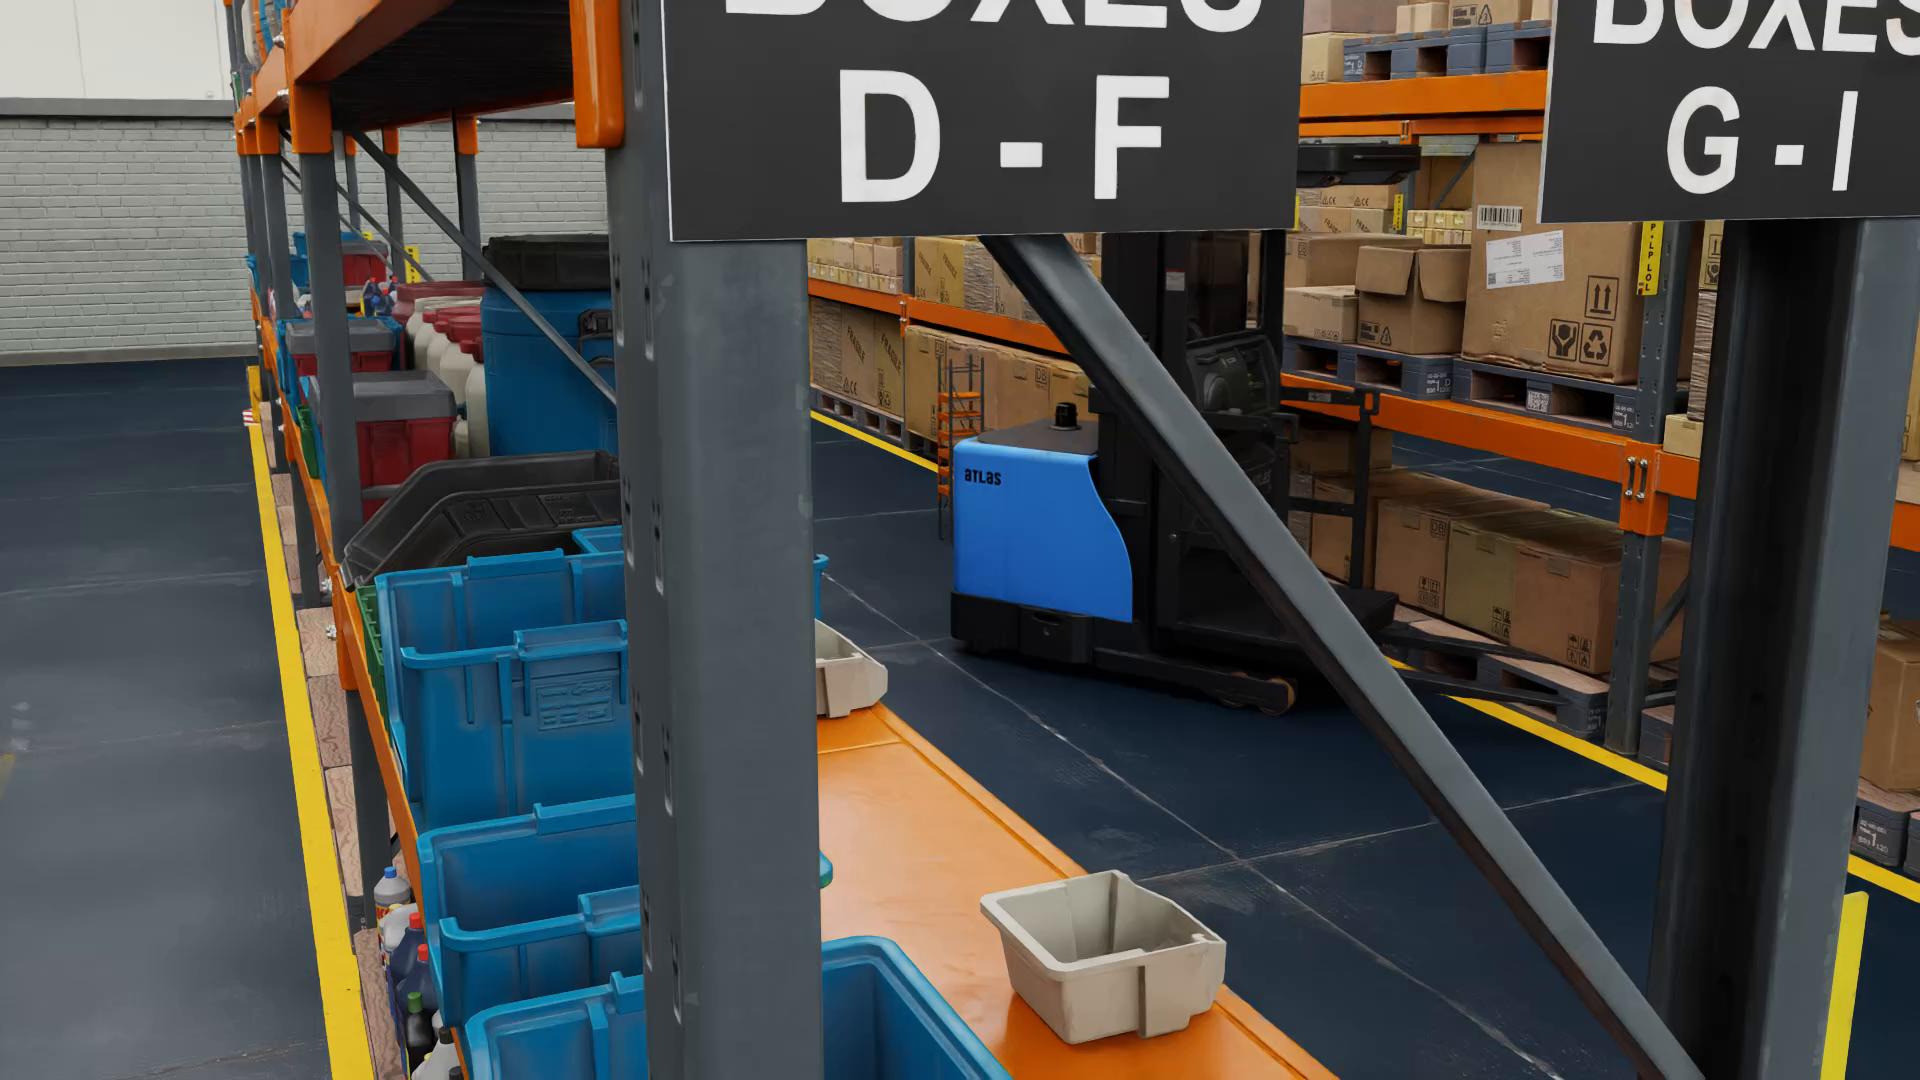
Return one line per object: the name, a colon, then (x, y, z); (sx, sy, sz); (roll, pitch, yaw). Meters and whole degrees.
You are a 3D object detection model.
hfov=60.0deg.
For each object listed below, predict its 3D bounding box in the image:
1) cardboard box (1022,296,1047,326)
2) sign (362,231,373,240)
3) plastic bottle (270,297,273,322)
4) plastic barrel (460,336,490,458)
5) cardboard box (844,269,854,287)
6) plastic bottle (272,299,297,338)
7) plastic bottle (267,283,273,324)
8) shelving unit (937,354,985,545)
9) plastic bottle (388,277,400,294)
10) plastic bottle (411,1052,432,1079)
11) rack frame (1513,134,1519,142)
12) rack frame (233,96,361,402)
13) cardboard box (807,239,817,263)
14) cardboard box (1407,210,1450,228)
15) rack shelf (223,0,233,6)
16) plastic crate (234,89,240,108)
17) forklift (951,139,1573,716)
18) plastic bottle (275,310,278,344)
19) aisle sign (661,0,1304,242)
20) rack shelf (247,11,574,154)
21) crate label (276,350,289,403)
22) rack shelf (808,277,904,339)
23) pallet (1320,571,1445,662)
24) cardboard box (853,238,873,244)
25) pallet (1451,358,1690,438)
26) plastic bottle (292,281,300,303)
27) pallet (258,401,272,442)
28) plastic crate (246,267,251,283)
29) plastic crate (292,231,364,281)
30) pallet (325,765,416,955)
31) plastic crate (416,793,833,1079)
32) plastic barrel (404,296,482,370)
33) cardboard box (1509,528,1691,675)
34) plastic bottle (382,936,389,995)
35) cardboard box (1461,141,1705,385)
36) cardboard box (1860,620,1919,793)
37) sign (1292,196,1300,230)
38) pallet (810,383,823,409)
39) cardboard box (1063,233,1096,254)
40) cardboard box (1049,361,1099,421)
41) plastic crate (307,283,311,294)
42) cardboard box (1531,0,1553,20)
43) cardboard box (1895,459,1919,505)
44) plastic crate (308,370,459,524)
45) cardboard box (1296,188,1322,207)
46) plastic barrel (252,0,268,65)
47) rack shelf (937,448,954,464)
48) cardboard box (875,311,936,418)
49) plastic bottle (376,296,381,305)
cardboard box: (0.774, -1.774, 11.661); (0.500, 0.500, 0.500); (-6, 14, -25)
sign: (-5.641, -2.773, 15.838); (0.100, 0.325, 0.005); (-6, 14, -23)
plastic bottle: (-4.532, -1.520, 11.068); (0.097, 0.271, 0.097); (0, 13, 0)
plastic barrel: (-1.514, -0.445, 5.839); (0.433, 0.535, 0.433); (0, 13, 0)
cardboard box: (-0.833, -2.385, 15.081); (0.380, 0.149, 0.250); (-5, 14, -22)
plastic bottle: (-4.329, -1.433, 10.682); (0.152, 0.276, 0.135); (-6, 14, -23)
plastic bottle: (-4.781, -1.643, 11.576); (0.061, 0.283, 0.133); (-6, 14, -23)
shelving unit: (0.006, -0.582, 10.722); (0.258, 1.200, 0.189); (-6, 14, -23)
plastic bottle: (-3.795, -1.592, 11.204); (0.144, 0.351, 0.185); (-6, 14, -23)
plastic bottle: (-1.221, 1.291, 3.868); (0.097, 0.201, 0.097); (0, 13, 0)
rack frame: (7.479, -3.983, 21.428); (1.000, 3.000, 0.127); (-6, 14, -23)
rack frame: (-6.139, -2.641, 15.627); (1.000, 3.000, 0.127); (-6, 14, -23)
cardboard box: (-1.244, -2.825, 16.098); (0.500, 0.250, 0.500); (-6, 14, -25)
cardboard box: (4.323, -2.938, 15.218); (0.380, 0.149, 0.250); (-5, 14, -20)
rack shelf: (-5.338, -4.605, 13.292); (1.077, 0.370, 4.000); (-6, 14, -23)
plastic crate: (-5.395, -3.376, 12.735); (0.293, 0.136, 0.466); (-6, 14, -23)
forklift: (1.463, -0.776, 7.721); (3.031, 2.935, 1.130); (9, 16, 33)
plastic bottle: (-4.176, -1.336, 10.274); (0.097, 0.271, 0.097); (0, 13, 0)
aisle sign: (0.027, -0.560, 0.871); (0.394, 0.787, 0.004); (-6, 14, -23)
rack shelf: (-2.133, -1.686, 6.443); (1.077, 0.370, 4.000); (-6, 14, -23)
crate label: (-3.109, -0.785, 7.982); (0.303, 0.233, 0.416); (-6, 14, -23)
rack shelf: (-0.800, -2.324, 15.856); (1.077, 0.370, 4.000); (-6, 14, -23)
pallet: (2.400, 0.337, 8.948); (1.003, 0.211, 1.213); (-6, 14, -23)
cardboard box: (-0.624, -2.874, 14.643); (0.500, 0.500, 0.500); (-5, 14, -22)
pallet: (3.033, -0.686, 7.609); (1.003, 0.211, 1.213); (-6, 14, -23)
plastic bottle: (-4.676, -1.680, 11.585); (0.144, 0.351, 0.185); (-6, 14, -23)
pallet: (-5.844, -1.108, 15.190); (1.003, 0.211, 1.213); (-6, 14, -23)
plastic crate: (-6.289, -2.387, 14.983); (0.250, 0.136, 0.298); (-6, 14, -23)
plastic crate: (-5.834, -2.635, 15.390); (0.616, 0.435, 0.499); (-6, 14, -23)
pallet: (-1.682, 1.038, 5.915); (1.003, 0.211, 1.213); (-6, 14, -23)
plastic crate: (-0.459, 0.526, 2.273); (0.499, 0.251, 0.408); (-6, 14, -23)
plastic barrel: (-2.327, -0.849, 7.638); (0.421, 0.512, 0.421); (0, 13, 0)
cardboard box: (2.980, 0.266, 7.637); (0.700, 0.500, 0.500); (-7, 15, -27)
plastic bottle: (-1.525, 1.135, 4.544); (0.097, 0.201, 0.097); (0, 13, 0)
cardboard box: (3.016, -1.283, 7.497); (1.000, 1.000, 1.000); (-6, 14, -23)
cardboard box: (3.566, 0.608, 6.202); (0.500, 0.500, 0.500); (-1, 13, -5)
sign: (2.097, -2.012, 10.517); (0.100, 0.325, 0.005); (-6, 14, -23)
pallet: (-1.209, -1.571, 17.191); (1.003, 0.211, 1.213); (-6, 14, -23)
cardboard box: (1.067, -2.260, 11.536); (0.797, 0.503, 0.637); (-5, 14, -22)
cardboard box: (1.347, -0.749, 11.235); (1.225, 0.875, 0.875); (-6, 14, -26)
plastic crate: (-5.231, -1.916, 12.975); (0.437, 0.125, 0.590); (-6, 14, -23)
cardboard box: (2.738, -2.395, 7.278); (0.396, 0.266, 0.258); (-5, 14, -21)
cardboard box: (3.402, -0.207, 5.668); (0.380, 0.149, 0.250); (-6, 14, -23)
plastic crate: (-1.806, -0.265, 5.221); (0.402, 0.464, 0.583); (-6, 14, -23)
cardboard box: (3.747, -3.656, 16.913); (0.500, 0.500, 0.500); (-5, 14, -21)
plastic barrel: (-2.542, -2.334, 6.698); (0.600, 0.830, 0.708); (-6, 14, -23)
rack shelf: (0.006, -0.538, 10.732); (0.258, 0.103, 0.180); (-6, 14, -23)
cardboard box: (-0.189, -1.575, 14.802); (0.875, 0.875, 0.875); (-6, 14, -23)
plastic bottle: (-3.694, -1.429, 10.677); (0.097, 0.271, 0.097); (0, 13, 0)
